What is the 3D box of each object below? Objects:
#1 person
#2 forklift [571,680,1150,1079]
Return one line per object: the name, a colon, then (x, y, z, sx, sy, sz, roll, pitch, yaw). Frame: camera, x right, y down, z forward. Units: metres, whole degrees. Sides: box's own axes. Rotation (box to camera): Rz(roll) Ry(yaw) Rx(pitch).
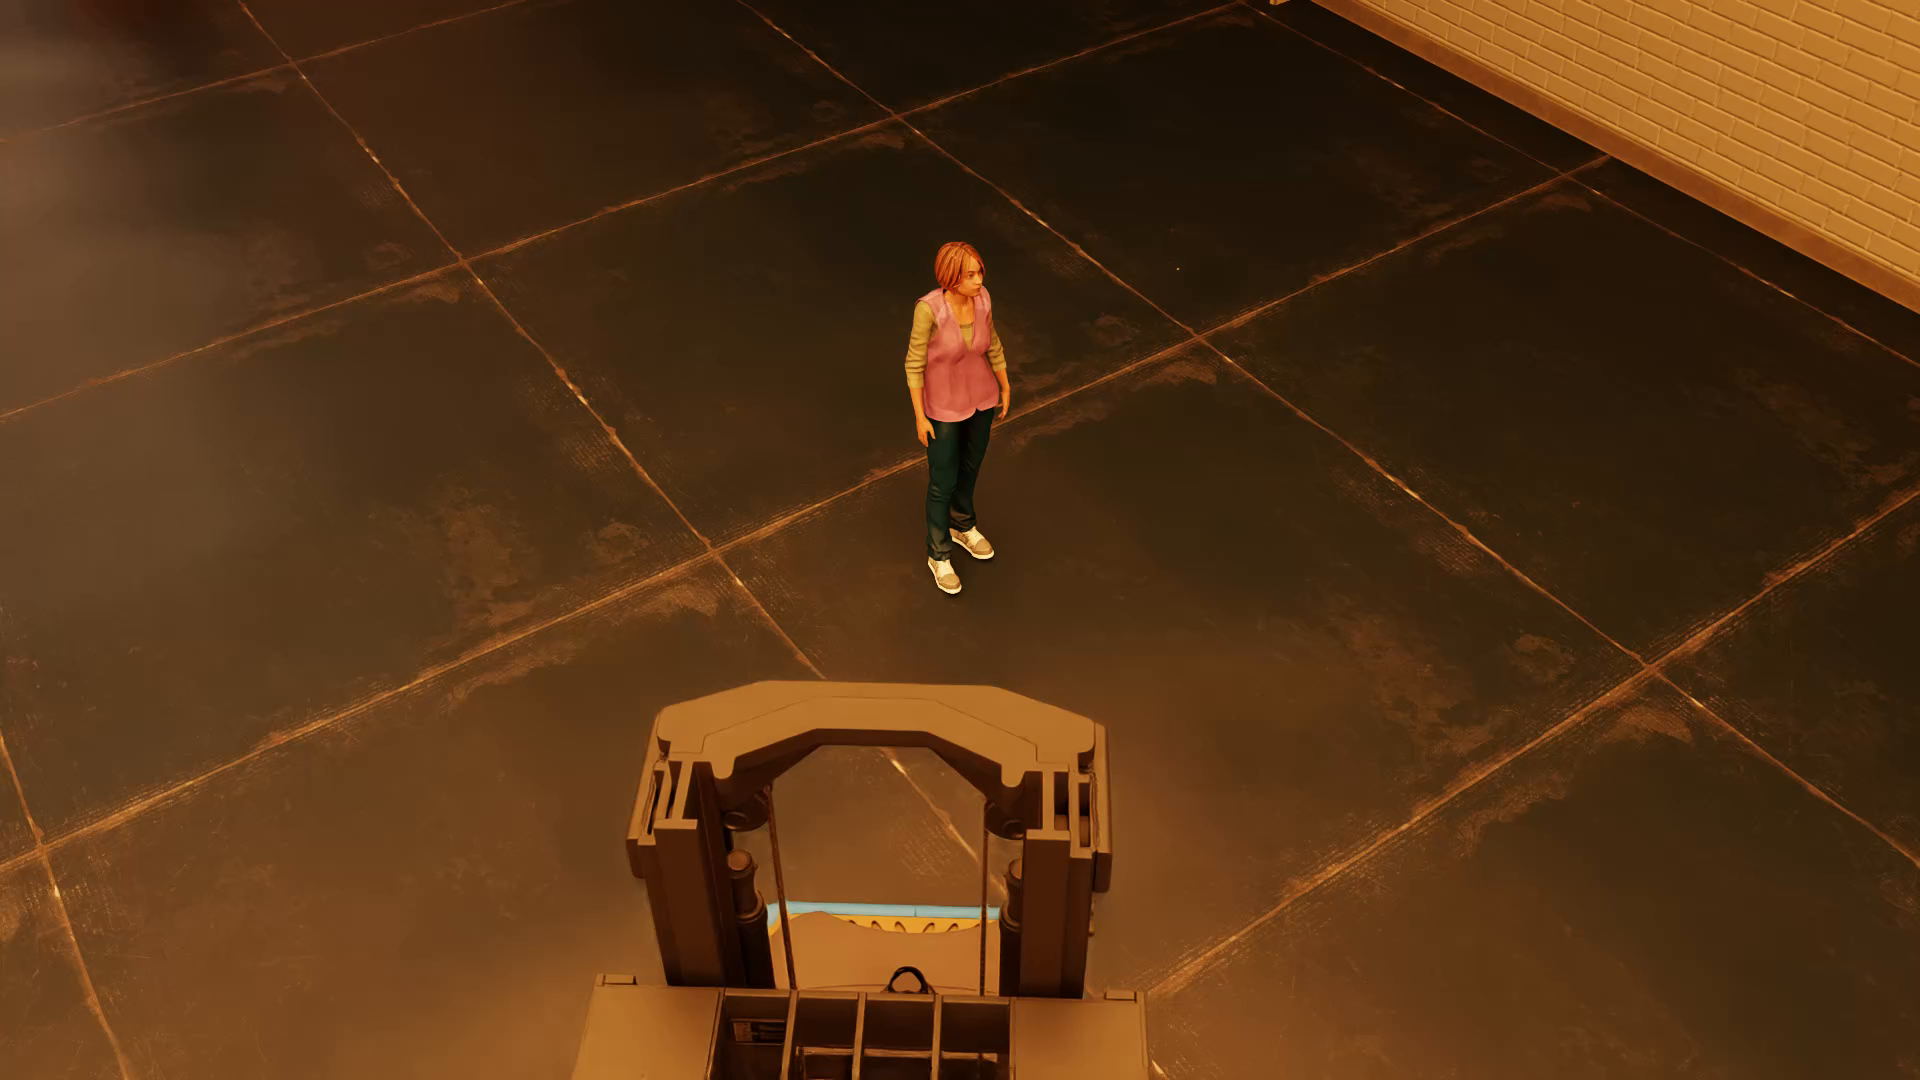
person: (0.030, -0.546, 7.282, 0.520, 1.597, 0.476, -25, 48, -25)
forklift: (-0.189, 1.829, 3.730, 1.130, 2.935, 3.031, 1, 43, 2)
